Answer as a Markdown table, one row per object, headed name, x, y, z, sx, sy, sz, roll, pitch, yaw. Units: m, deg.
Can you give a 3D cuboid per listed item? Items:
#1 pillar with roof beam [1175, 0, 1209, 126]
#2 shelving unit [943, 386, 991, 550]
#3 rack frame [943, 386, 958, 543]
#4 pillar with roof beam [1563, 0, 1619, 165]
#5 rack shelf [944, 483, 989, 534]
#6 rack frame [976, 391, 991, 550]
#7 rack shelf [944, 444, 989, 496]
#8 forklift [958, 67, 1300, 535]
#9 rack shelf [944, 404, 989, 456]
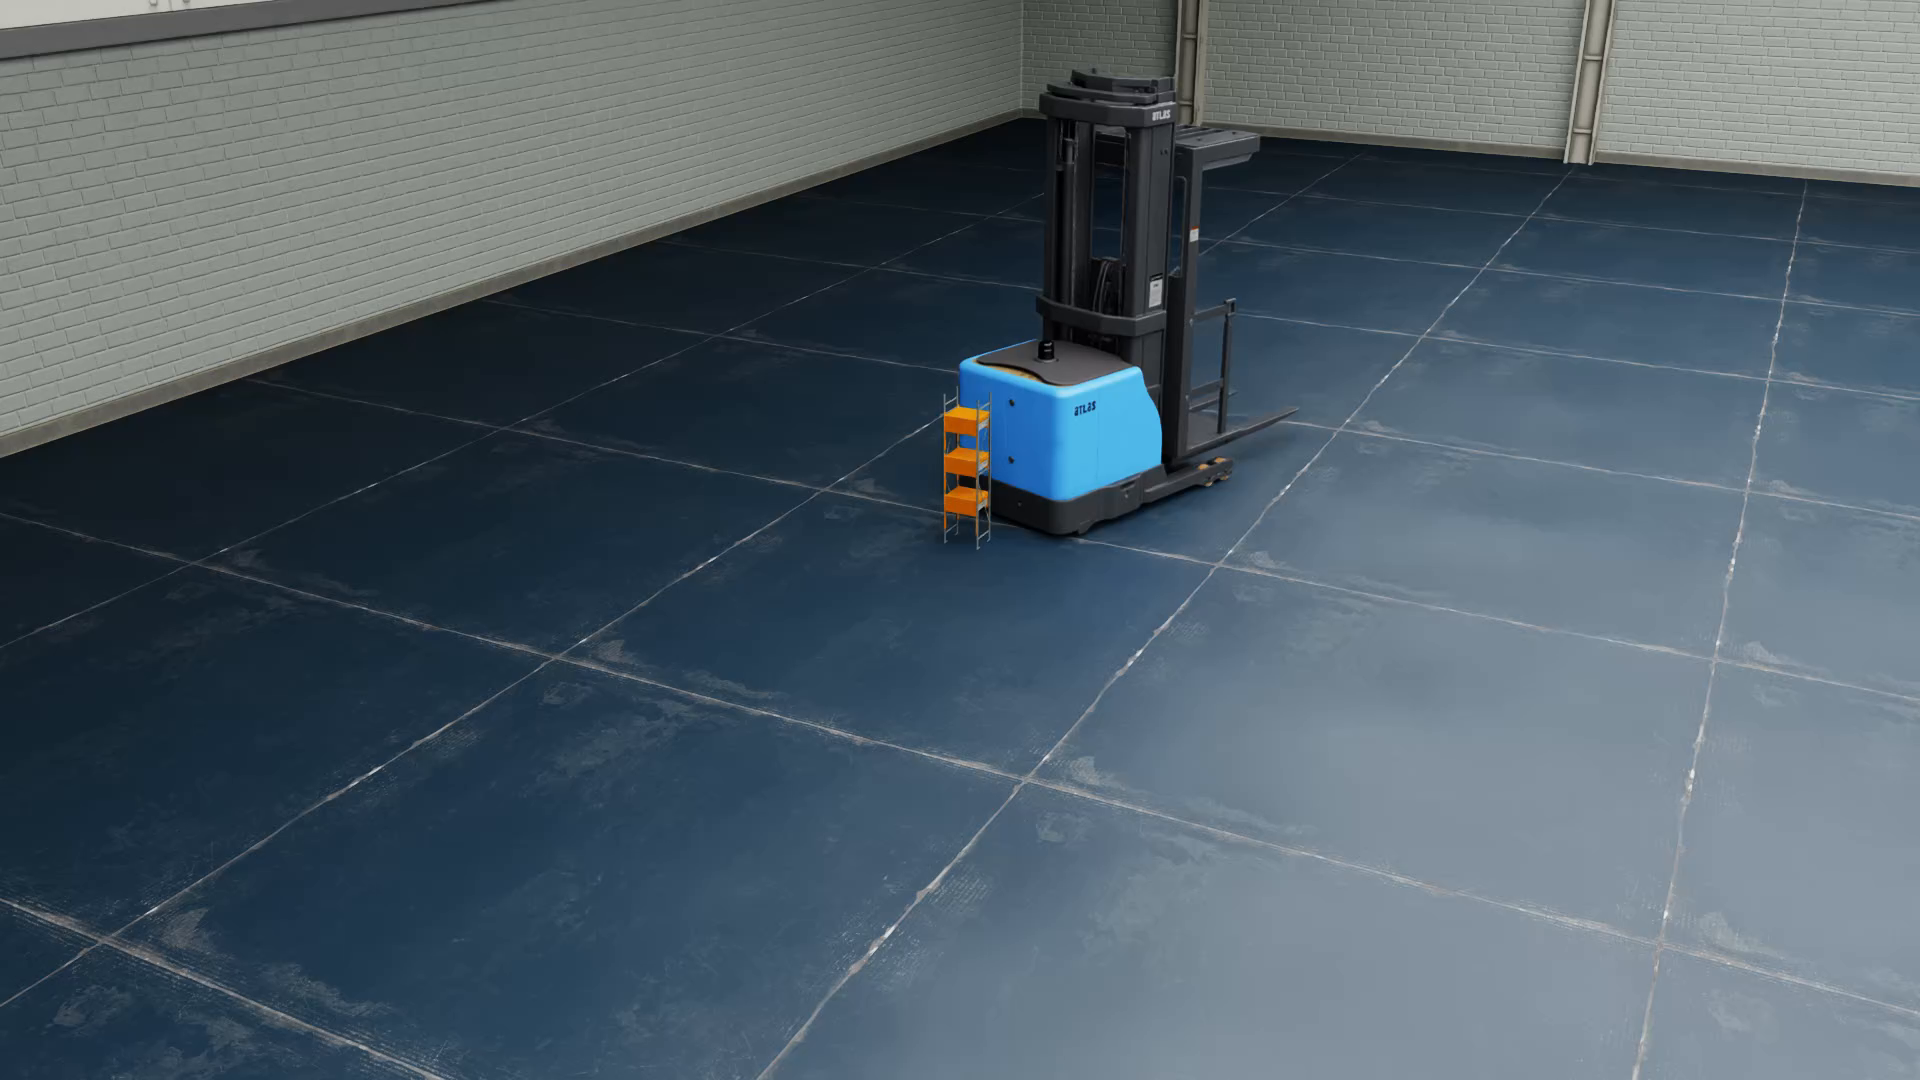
| name | x | y | z | sx | sy | sz | roll | pitch | yaw |
| --- | --- | --- | --- | --- | --- | --- | --- | --- | --- |
| pillar with roof beam | 1.691 | -9.183 | 21.345 | 0.400 | 9.000 | 9.100 | 11 | 25 | 25 |
| shelving unit | 0.048 | -0.474 | 11.022 | 0.252 | 1.050 | 0.215 | 11 | 25 | 25 |
| rack frame | -0.061 | -0.495 | 11.073 | 0.008 | 1.050 | 0.200 | 11 | 25 | 25 |
| pillar with roof beam | 7.046 | -8.124 | 18.853 | 0.400 | 9.000 | 9.100 | 11 | 25 | 25 |
| rack shelf | 0.048 | -0.208 | 11.135 | 0.240 | 0.259 | 0.215 | 11 | 25 | 25 |
| rack frame | 0.157 | -0.452 | 10.972 | 0.008 | 1.050 | 0.200 | 11 | 25 | 25 |
| rack shelf | 0.048 | -0.464 | 11.026 | 0.240 | 0.259 | 0.215 | 11 | 25 | 25 |
| forklift | 1.378 | -1.864 | 11.888 | 3.031 | 2.935 | 1.130 | -21 | 31 | -40 |
| rack shelf | 0.048 | -0.725 | 10.915 | 0.240 | 0.259 | 0.215 | 11 | 25 | 25 |
